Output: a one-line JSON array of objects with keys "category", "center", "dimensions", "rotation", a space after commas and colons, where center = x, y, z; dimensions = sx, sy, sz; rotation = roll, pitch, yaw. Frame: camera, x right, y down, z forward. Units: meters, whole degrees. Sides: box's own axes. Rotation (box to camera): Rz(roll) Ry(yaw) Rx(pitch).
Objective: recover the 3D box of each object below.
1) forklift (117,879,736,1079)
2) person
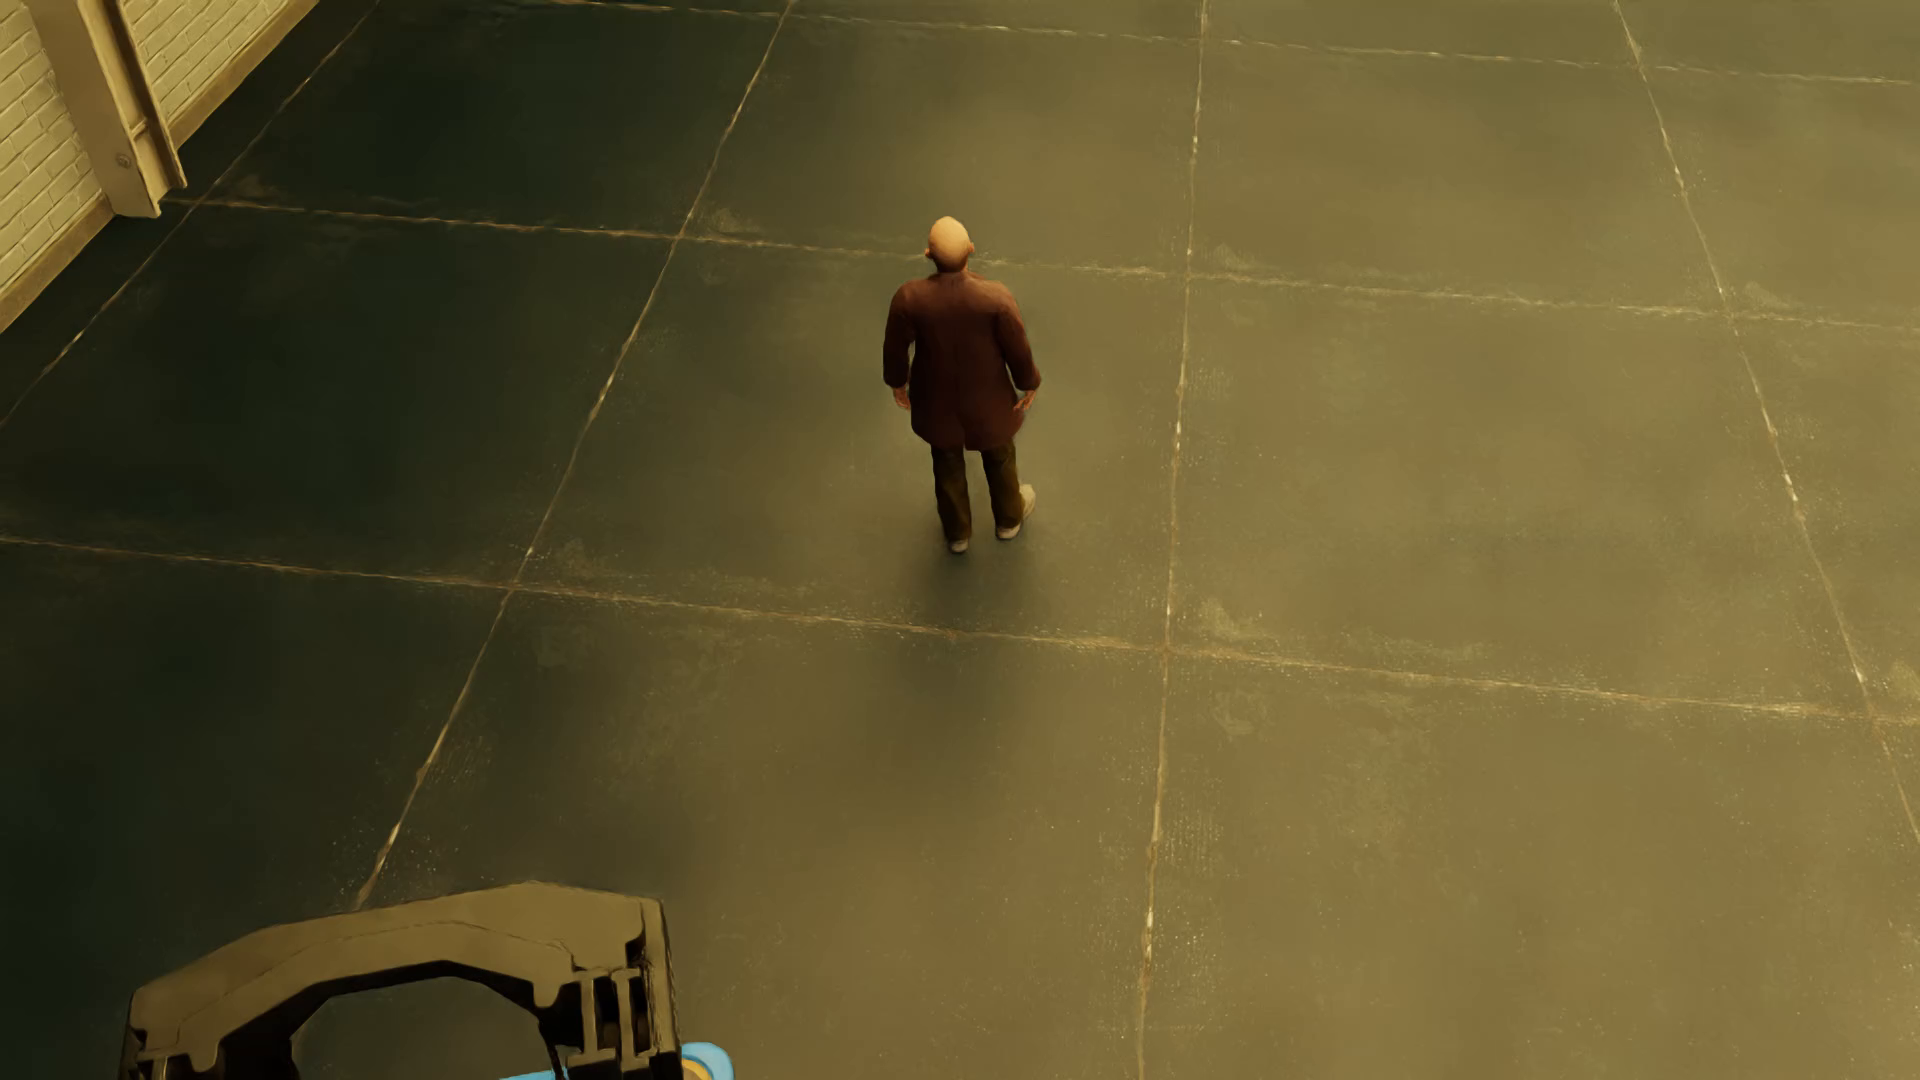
[{"category": "forklift", "center": [-0.844, 2.181, 3.350], "dimensions": [1.130, 2.935, 3.031], "rotation": [-8, 43, -9]}, {"category": "person", "center": [0.017, -0.721, 7.351], "dimensions": [0.694, 1.776, 0.580], "rotation": [5, 43, 6]}]
